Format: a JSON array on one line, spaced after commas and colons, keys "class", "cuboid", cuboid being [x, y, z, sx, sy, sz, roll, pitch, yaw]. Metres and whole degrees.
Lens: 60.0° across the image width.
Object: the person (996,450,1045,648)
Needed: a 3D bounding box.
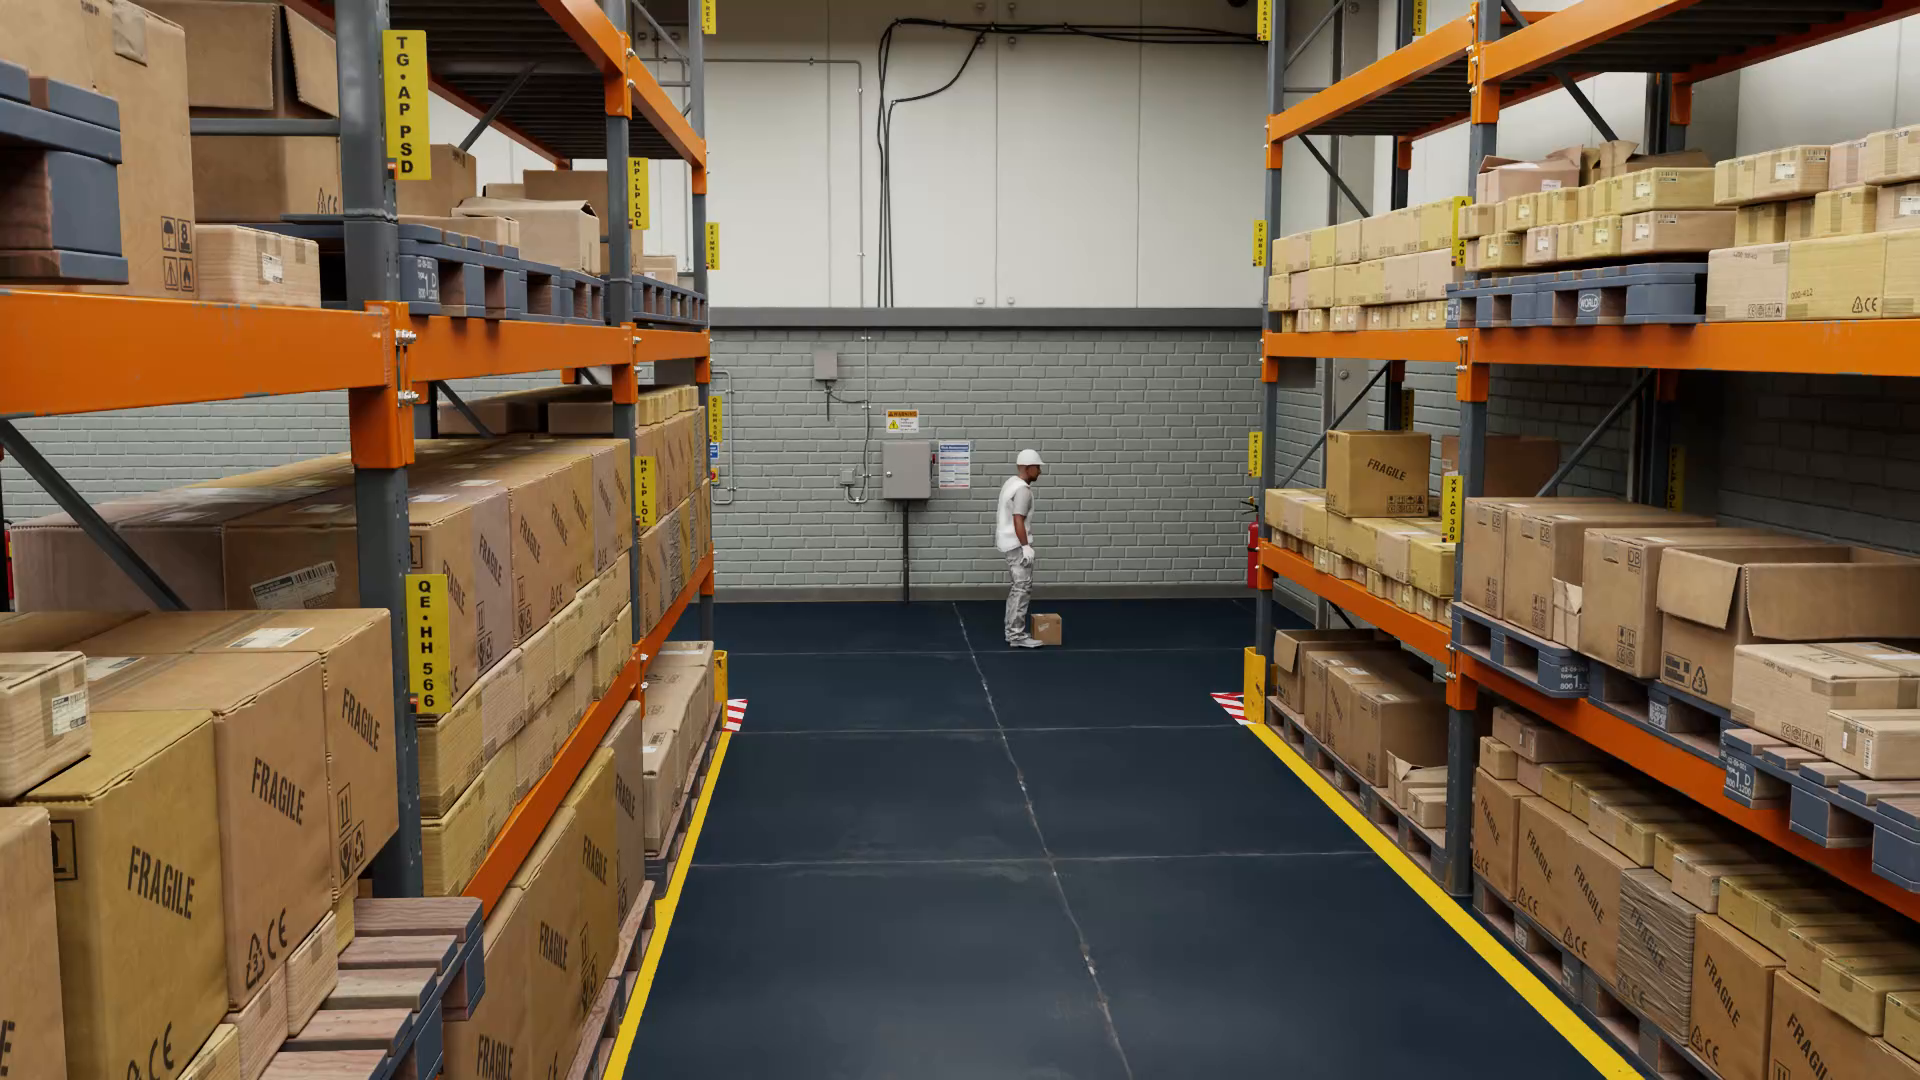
[{"class": "person", "cuboid": [0.559, 0.067, 15.126, 0.446, 1.775, 0.617, 0, 7, -3]}]
